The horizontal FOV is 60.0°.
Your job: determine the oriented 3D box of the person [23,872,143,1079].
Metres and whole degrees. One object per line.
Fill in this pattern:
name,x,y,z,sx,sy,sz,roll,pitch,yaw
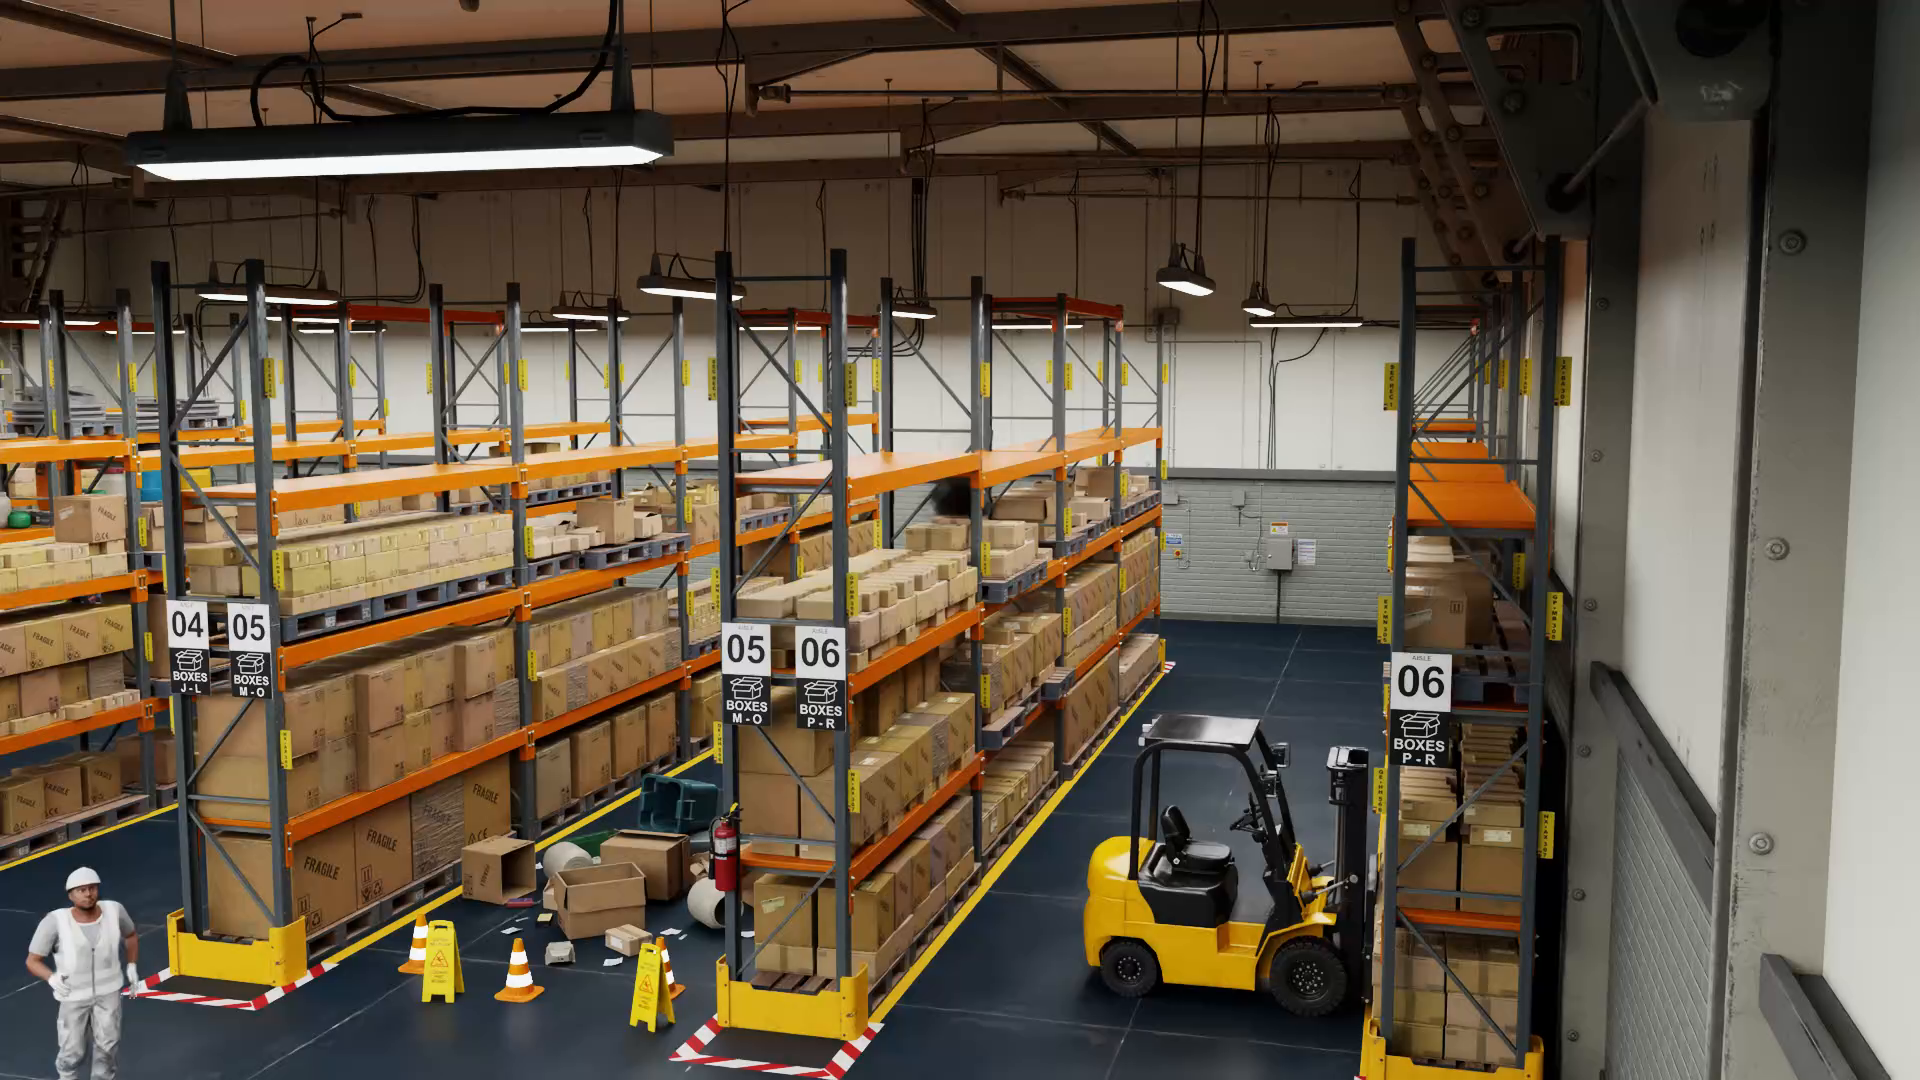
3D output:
person,-5.894,3.115,11.261,0.729,1.757,0.484,-5,8,-39
